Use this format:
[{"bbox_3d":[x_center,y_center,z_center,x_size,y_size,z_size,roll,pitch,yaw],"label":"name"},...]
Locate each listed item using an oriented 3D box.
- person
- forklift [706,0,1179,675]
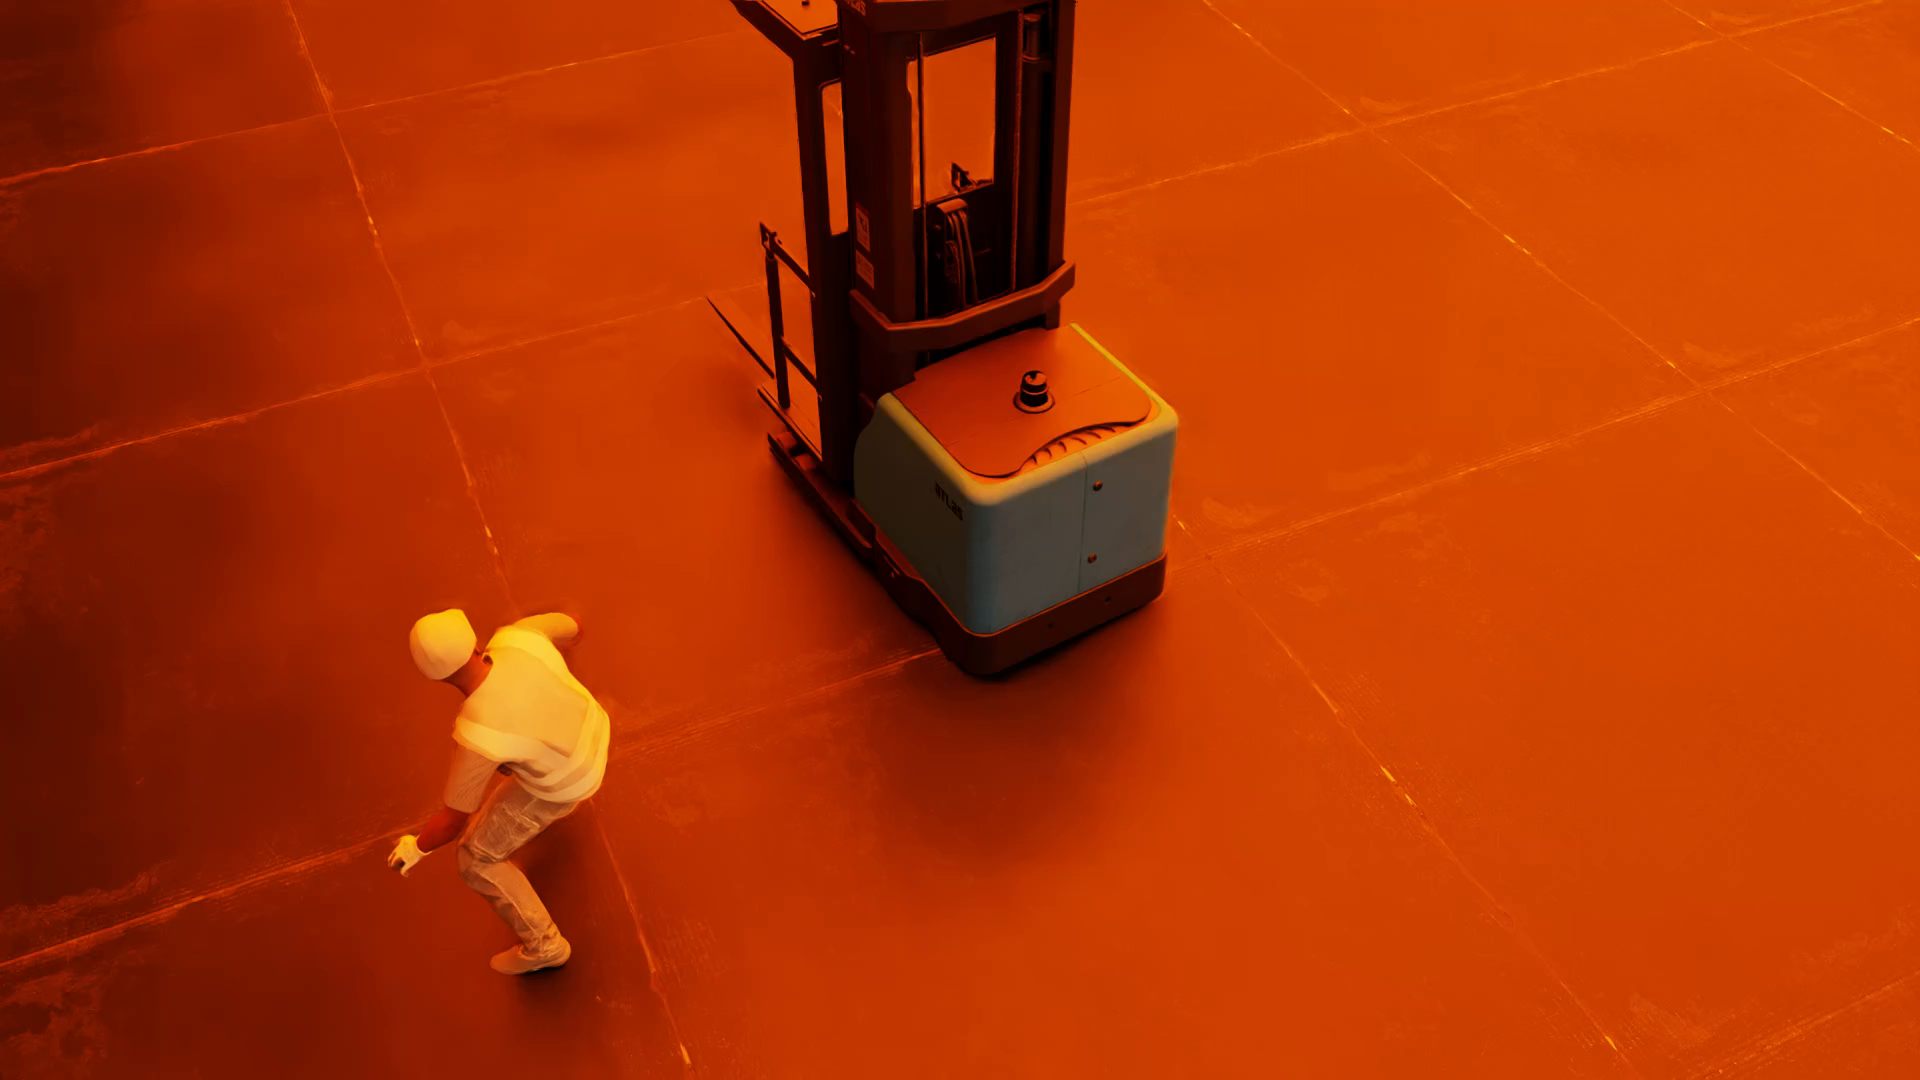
[{"bbox_3d":[-1.624,0.784,5.918,0.696,1.538,0.841,3,43,4],"label":"person"},{"bbox_3d":[-0.283,-1.481,7.267,1.130,2.935,3.031,-23,48,-23],"label":"forklift"}]
